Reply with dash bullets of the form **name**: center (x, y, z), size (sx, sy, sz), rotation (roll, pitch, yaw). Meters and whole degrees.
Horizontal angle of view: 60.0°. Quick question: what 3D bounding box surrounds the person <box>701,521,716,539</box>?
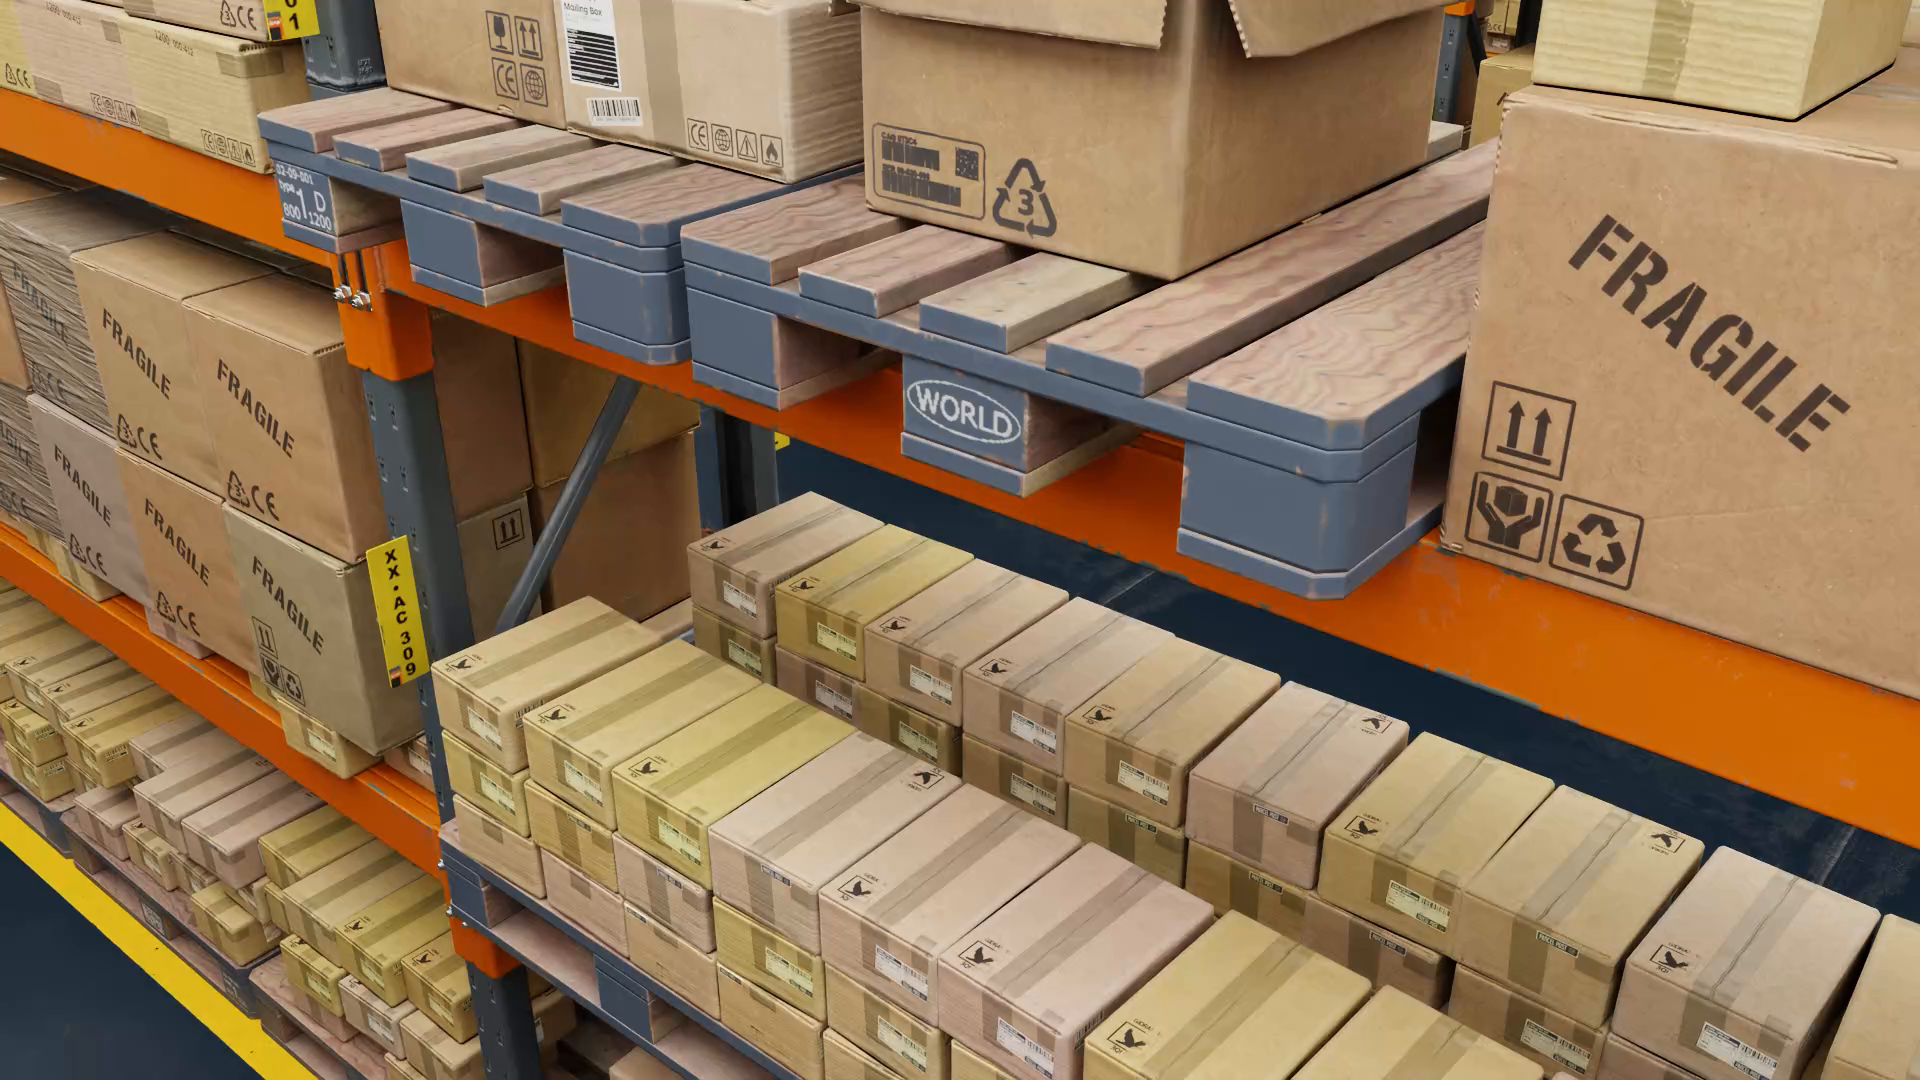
- **person**: center (-0.870, 0.356, 6.244), size (0.803, 0.935, 0.488), rotation (21, 34, 34)
